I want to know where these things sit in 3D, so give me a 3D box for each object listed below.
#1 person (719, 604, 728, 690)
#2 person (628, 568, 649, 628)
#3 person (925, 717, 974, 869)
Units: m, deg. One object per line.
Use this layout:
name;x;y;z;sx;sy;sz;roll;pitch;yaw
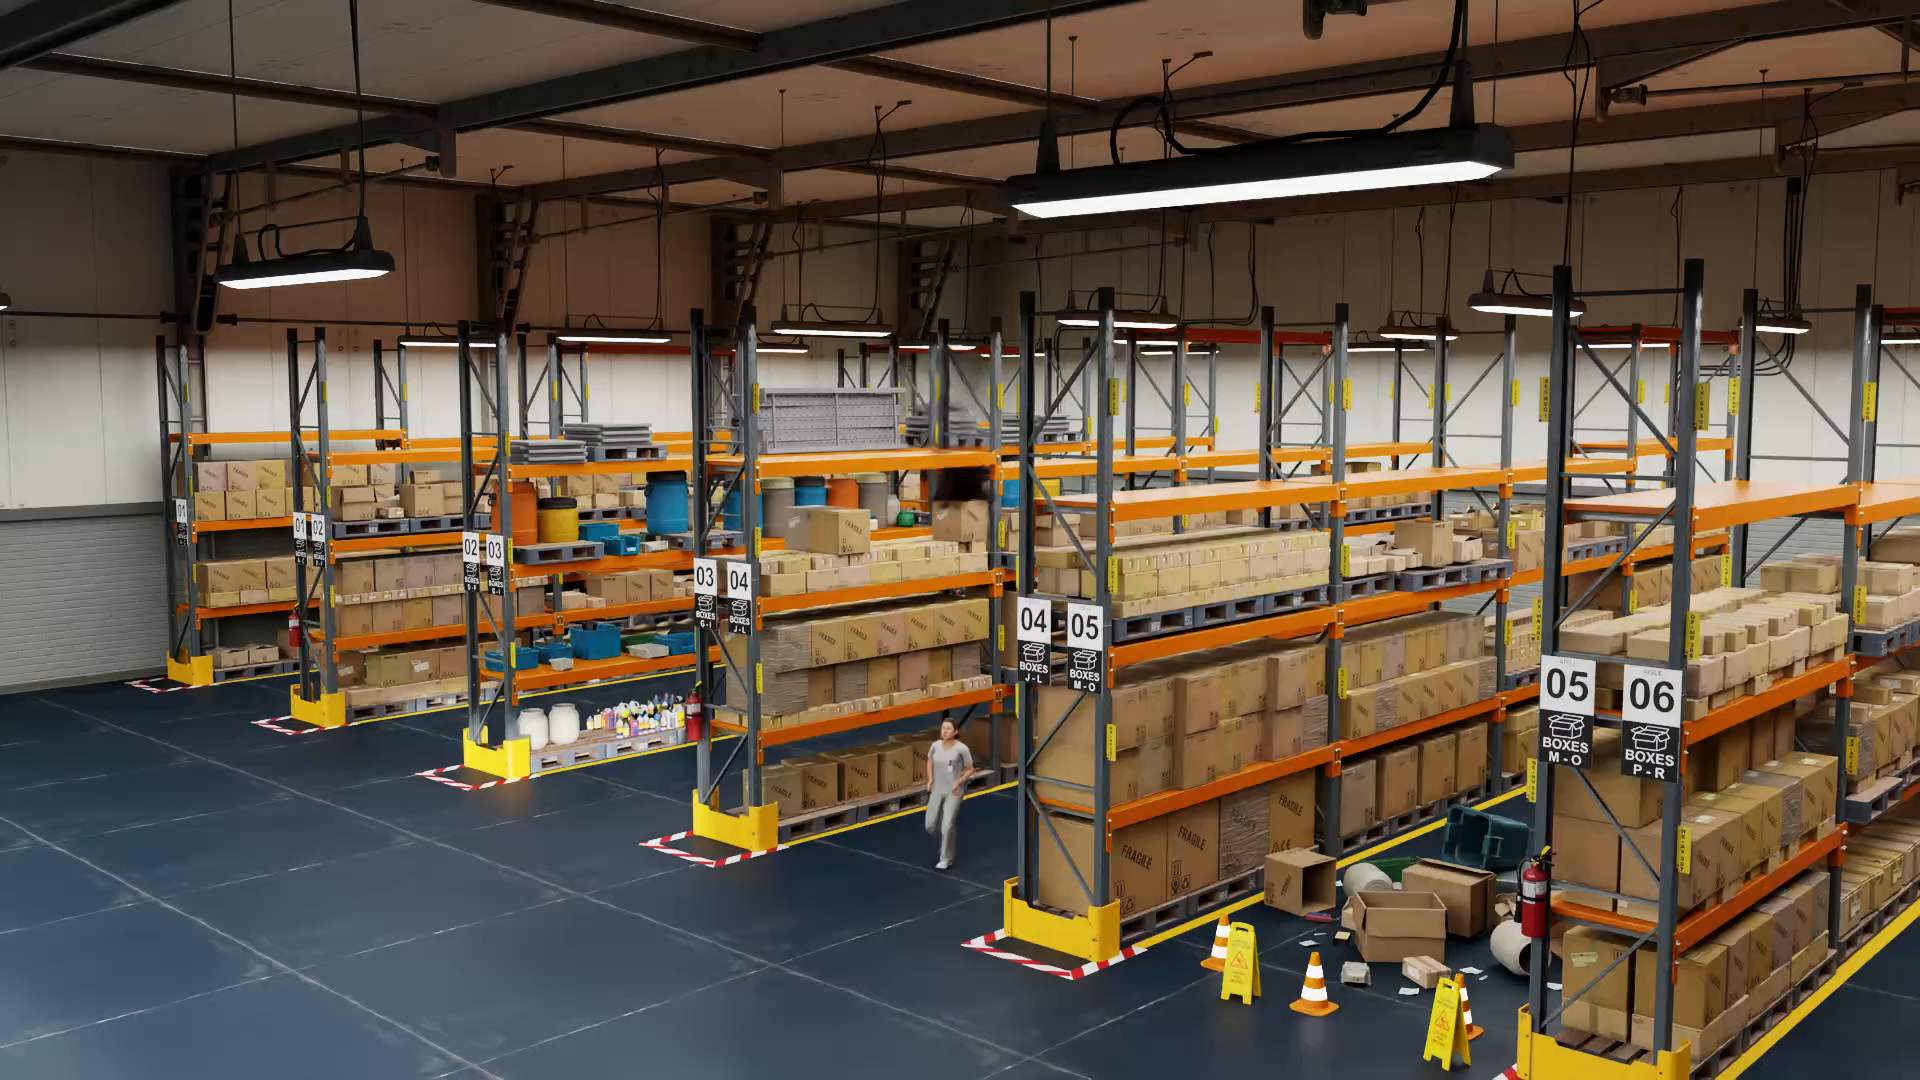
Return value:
person;-3.768;1.633;28.371;0.712;1.764;0.851;3;6;27
person;-6.203;1.358;31.967;0.539;1.628;0.599;-4;7;-40
person;-0.127;2.690;17.724;0.548;1.623;0.554;2;6;21
